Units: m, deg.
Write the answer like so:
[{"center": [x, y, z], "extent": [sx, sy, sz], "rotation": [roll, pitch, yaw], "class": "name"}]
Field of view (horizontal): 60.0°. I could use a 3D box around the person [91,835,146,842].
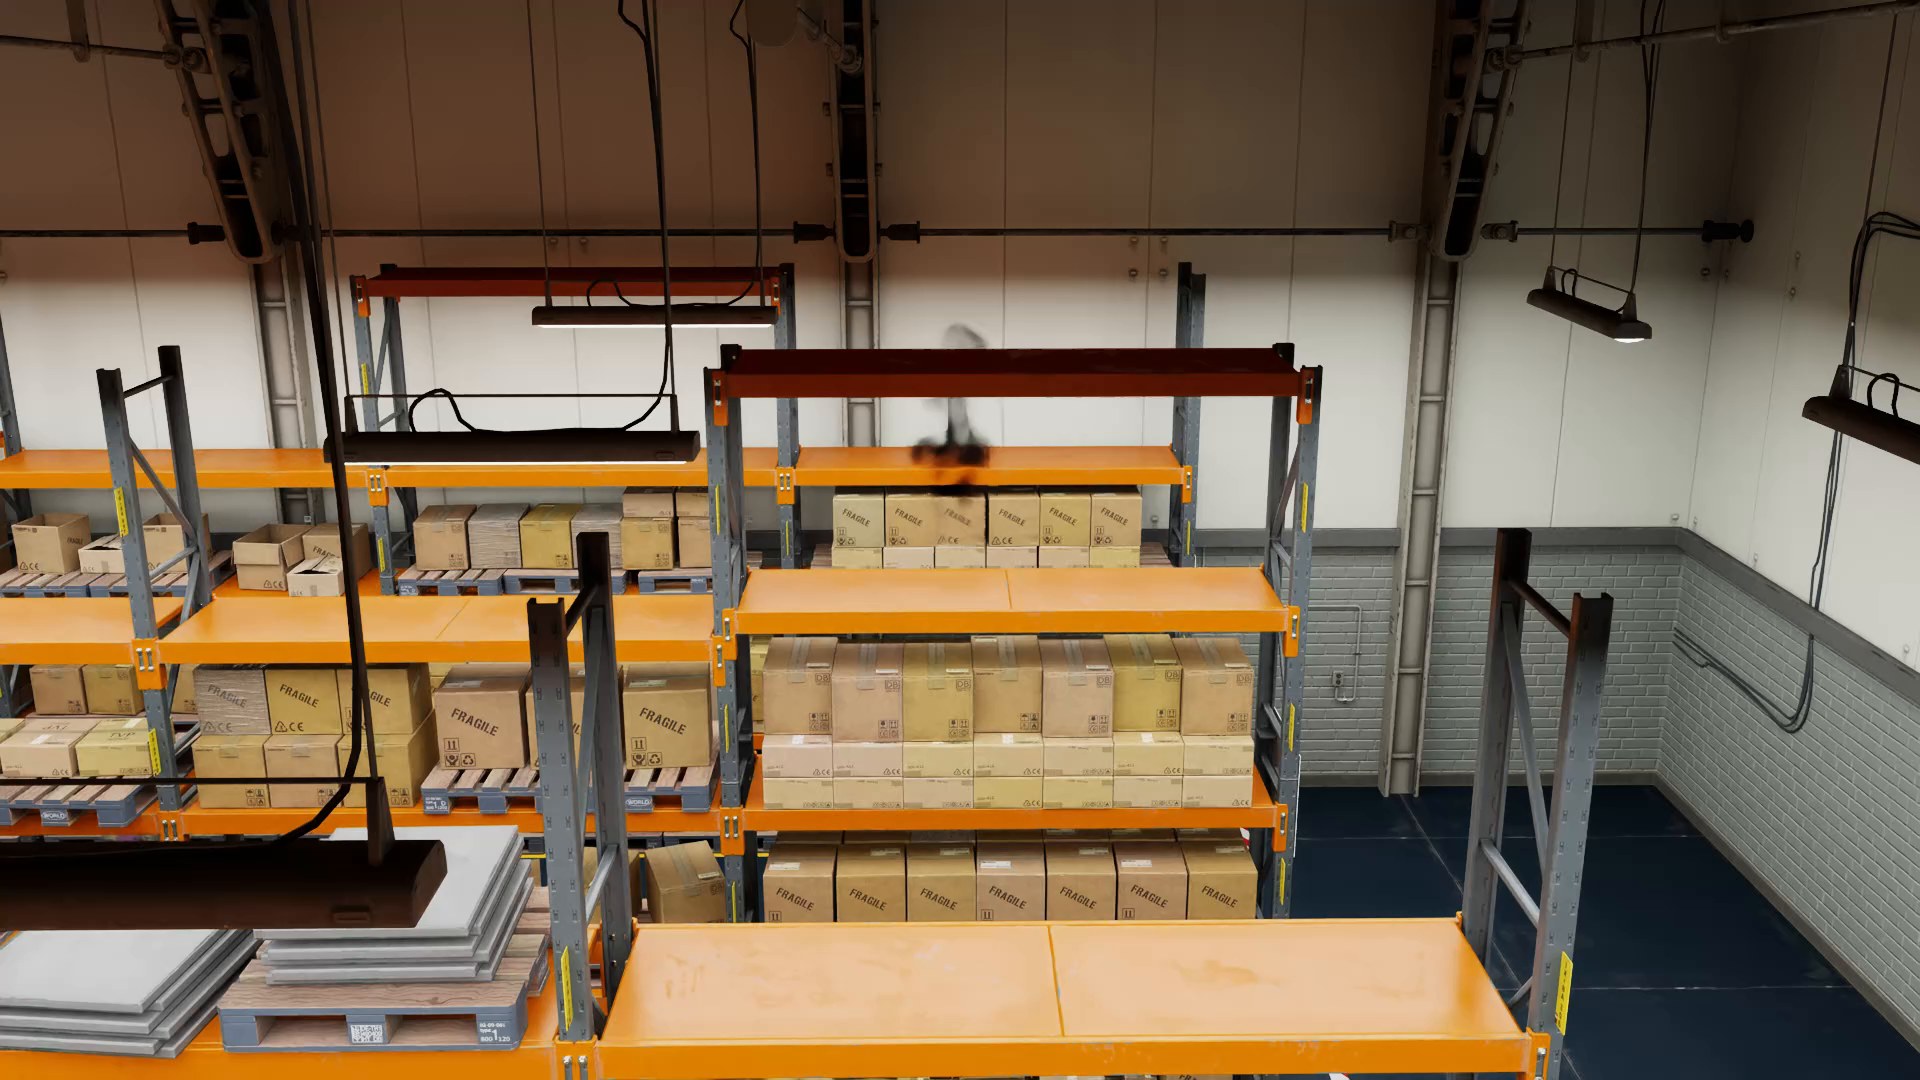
[{"center": [-7.620, 3.090, 15.112], "extent": [0.677, 1.636, 0.543], "rotation": [-2, 16, -6], "class": "person"}]
